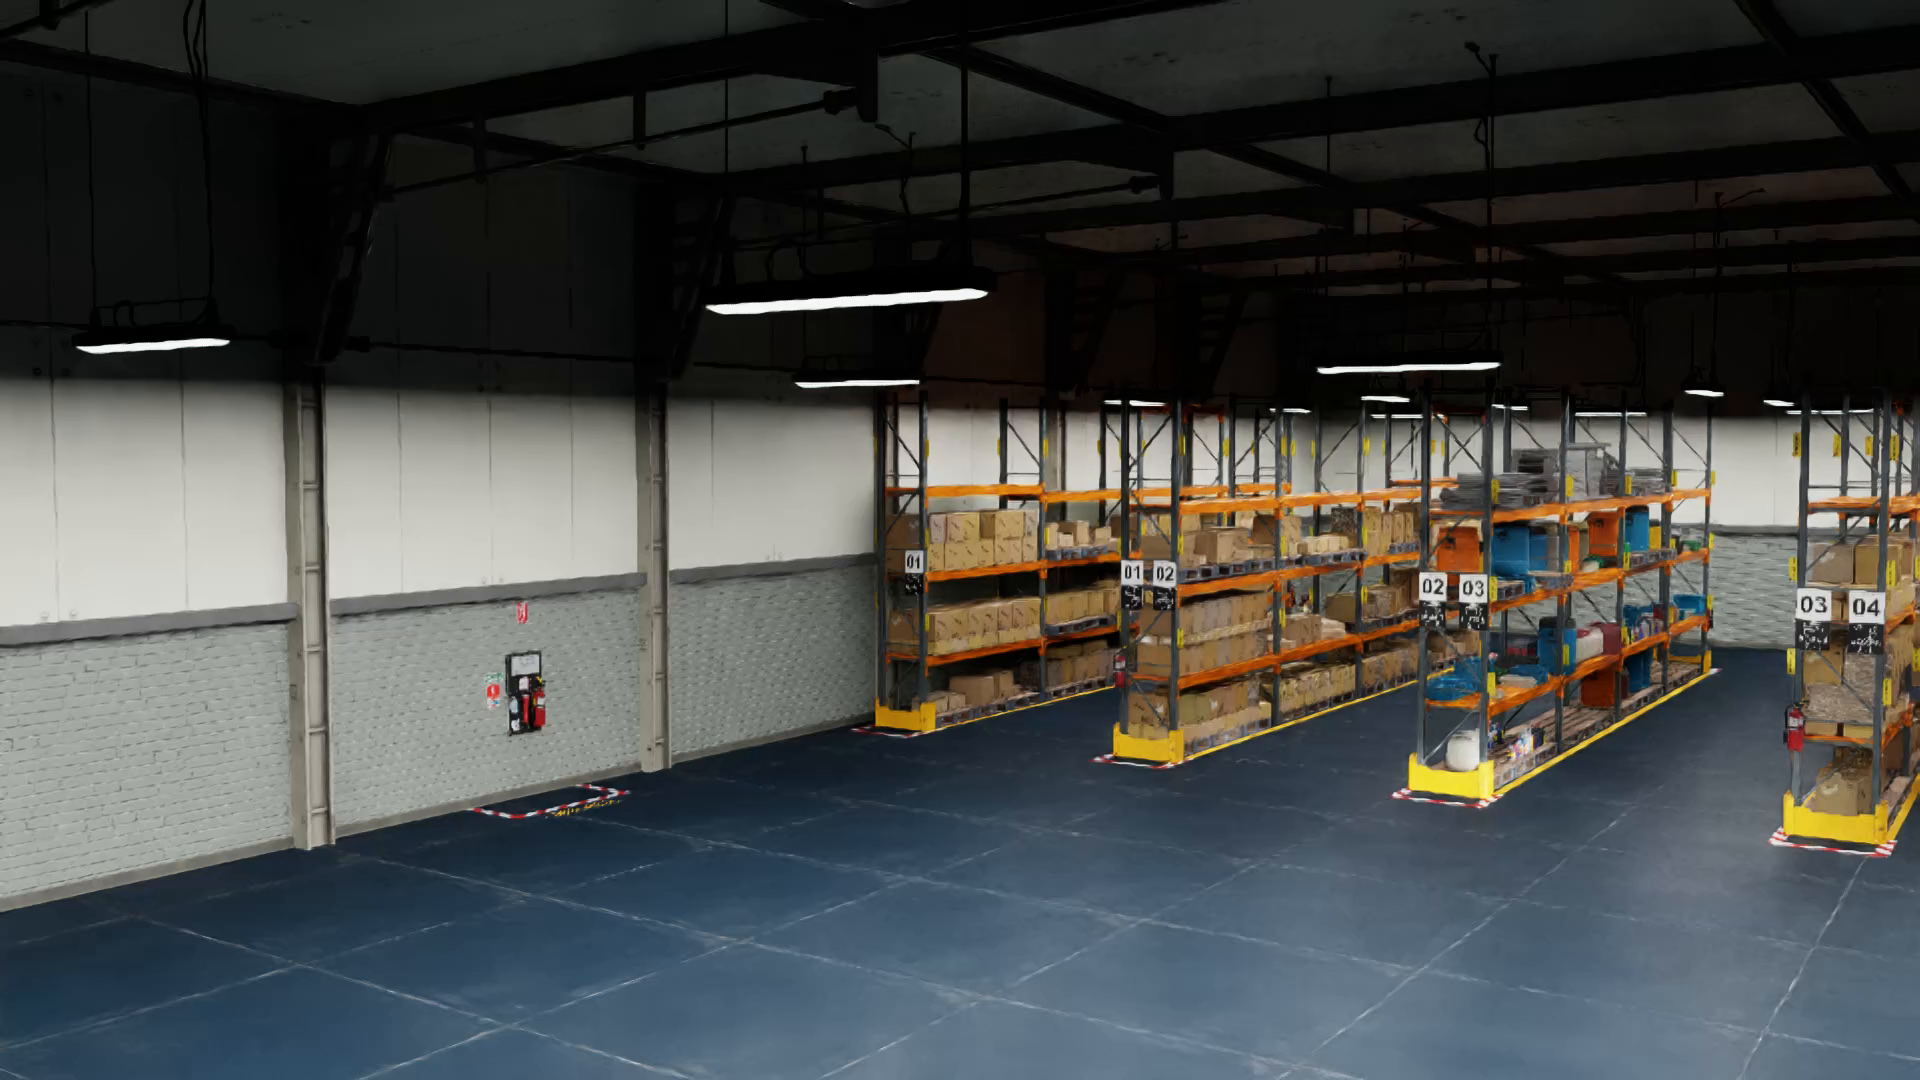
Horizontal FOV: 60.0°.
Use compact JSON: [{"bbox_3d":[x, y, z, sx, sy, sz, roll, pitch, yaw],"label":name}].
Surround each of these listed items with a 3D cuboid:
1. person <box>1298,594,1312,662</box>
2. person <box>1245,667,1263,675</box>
[{"bbox_3d":[7.861,2.063,37.594,0.452,1.679,0.539,0,3,8],"label":"person"},{"bbox_3d":[5.957,2.275,33.831,0.682,1.710,0.542,2,4,33],"label":"person"}]
